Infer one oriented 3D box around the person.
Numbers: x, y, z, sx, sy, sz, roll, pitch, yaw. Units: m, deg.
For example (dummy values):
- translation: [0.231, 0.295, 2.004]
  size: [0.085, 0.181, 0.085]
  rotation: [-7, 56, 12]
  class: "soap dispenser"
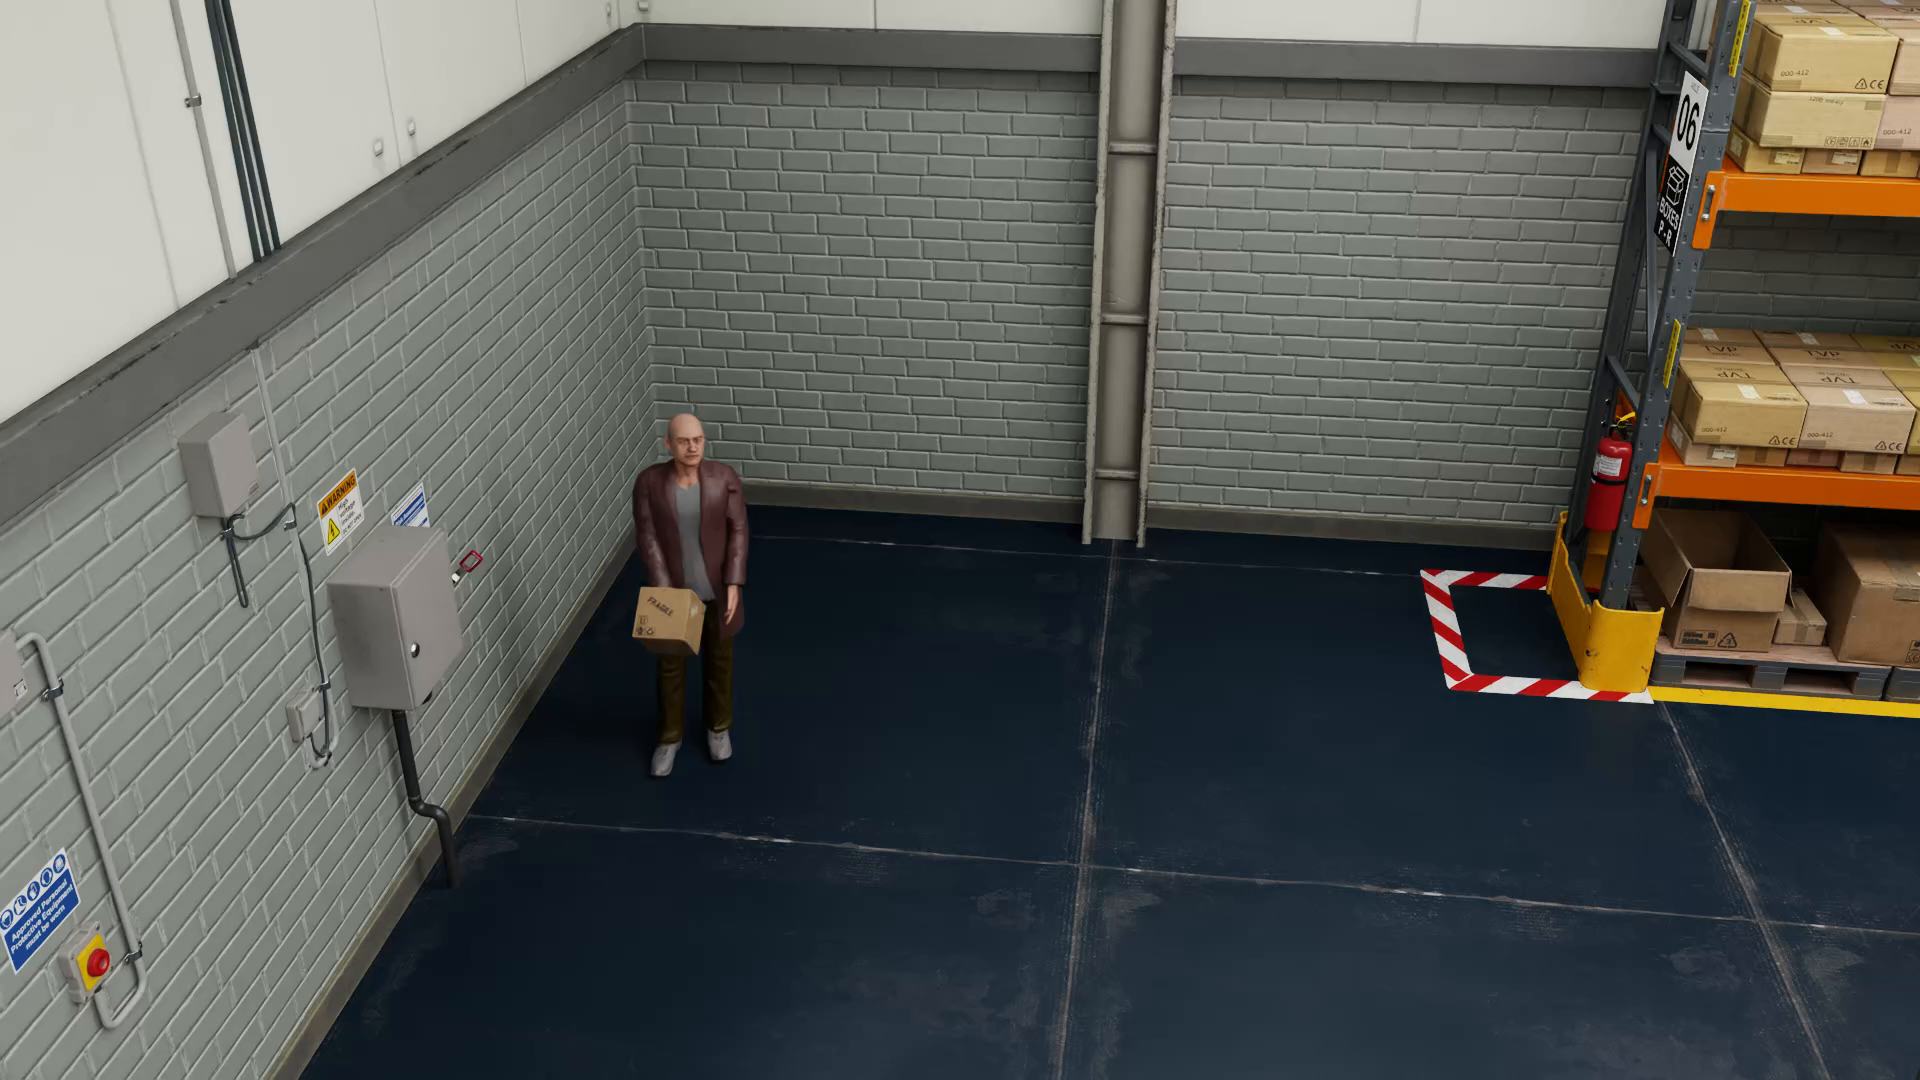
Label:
- translation: [-1.302, 0.264, 8.121]
  size: [0.622, 1.780, 0.490]
  rotation: [-11, 30, -20]
  class: "person"
